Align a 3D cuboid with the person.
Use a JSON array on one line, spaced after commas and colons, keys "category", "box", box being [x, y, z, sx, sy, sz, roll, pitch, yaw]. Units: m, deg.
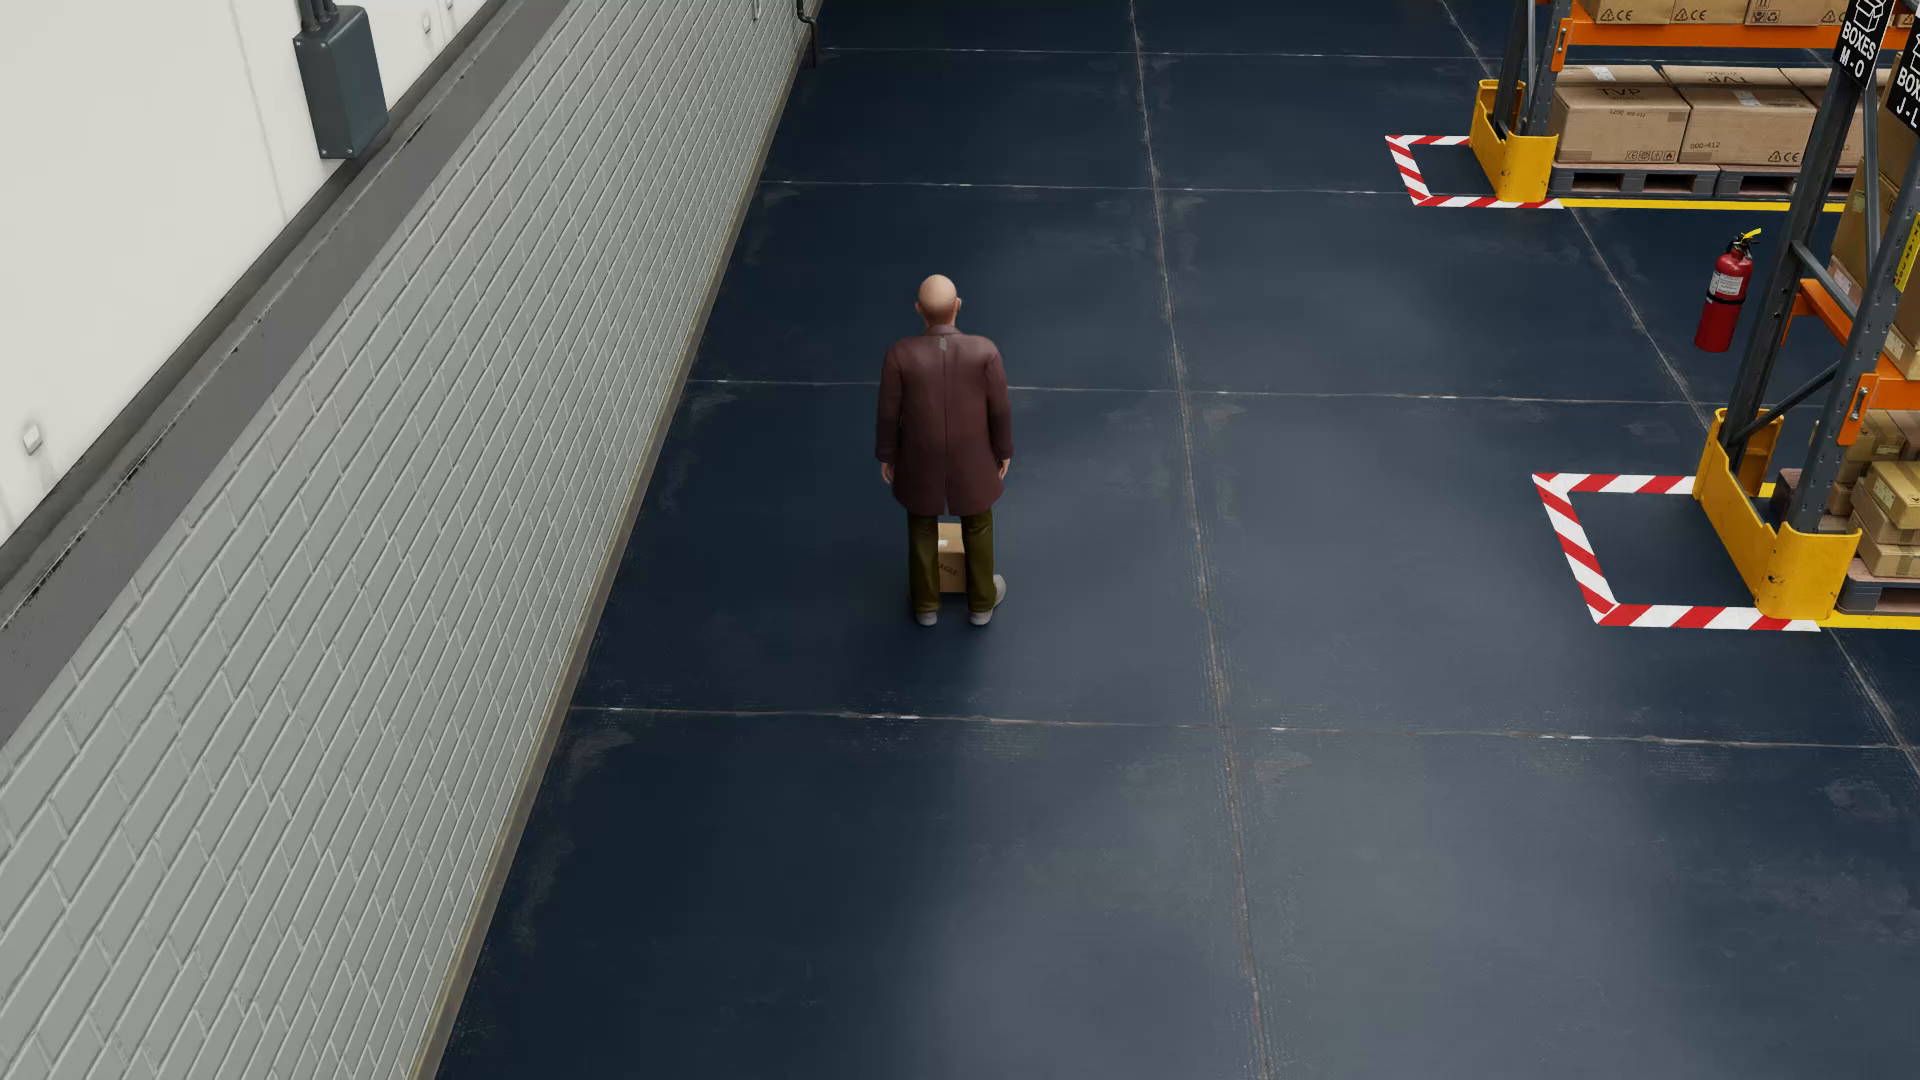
[{"category": "person", "box": [-0.073, -0.389, 7.685, 0.647, 1.772, 0.429, -1, 35, -1]}]
